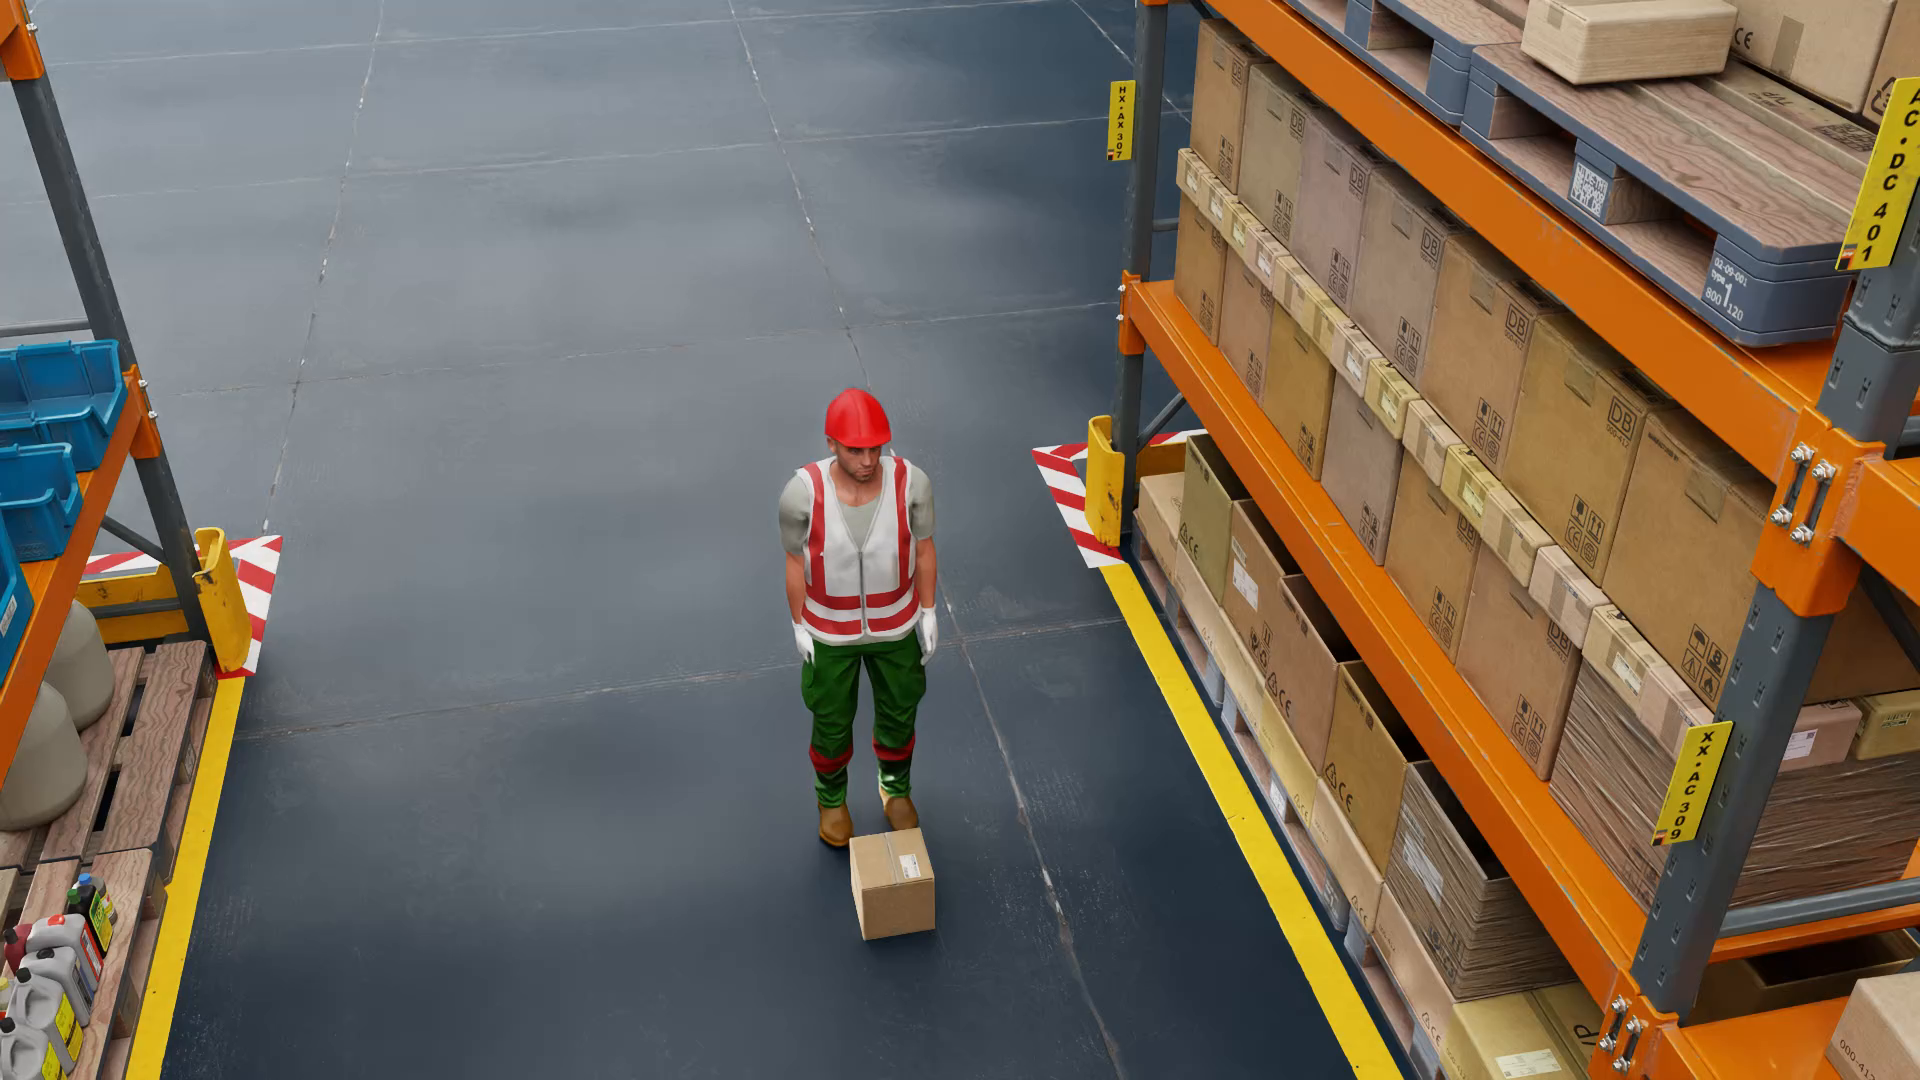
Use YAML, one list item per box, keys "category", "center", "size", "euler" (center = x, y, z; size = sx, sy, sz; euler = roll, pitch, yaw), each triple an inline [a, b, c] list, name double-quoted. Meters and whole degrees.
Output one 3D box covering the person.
- category: "person"
  center: [-0.330, 0.293, 5.706]
  size: [0.525, 1.801, 0.343]
  euler: [-6, 35, -9]
